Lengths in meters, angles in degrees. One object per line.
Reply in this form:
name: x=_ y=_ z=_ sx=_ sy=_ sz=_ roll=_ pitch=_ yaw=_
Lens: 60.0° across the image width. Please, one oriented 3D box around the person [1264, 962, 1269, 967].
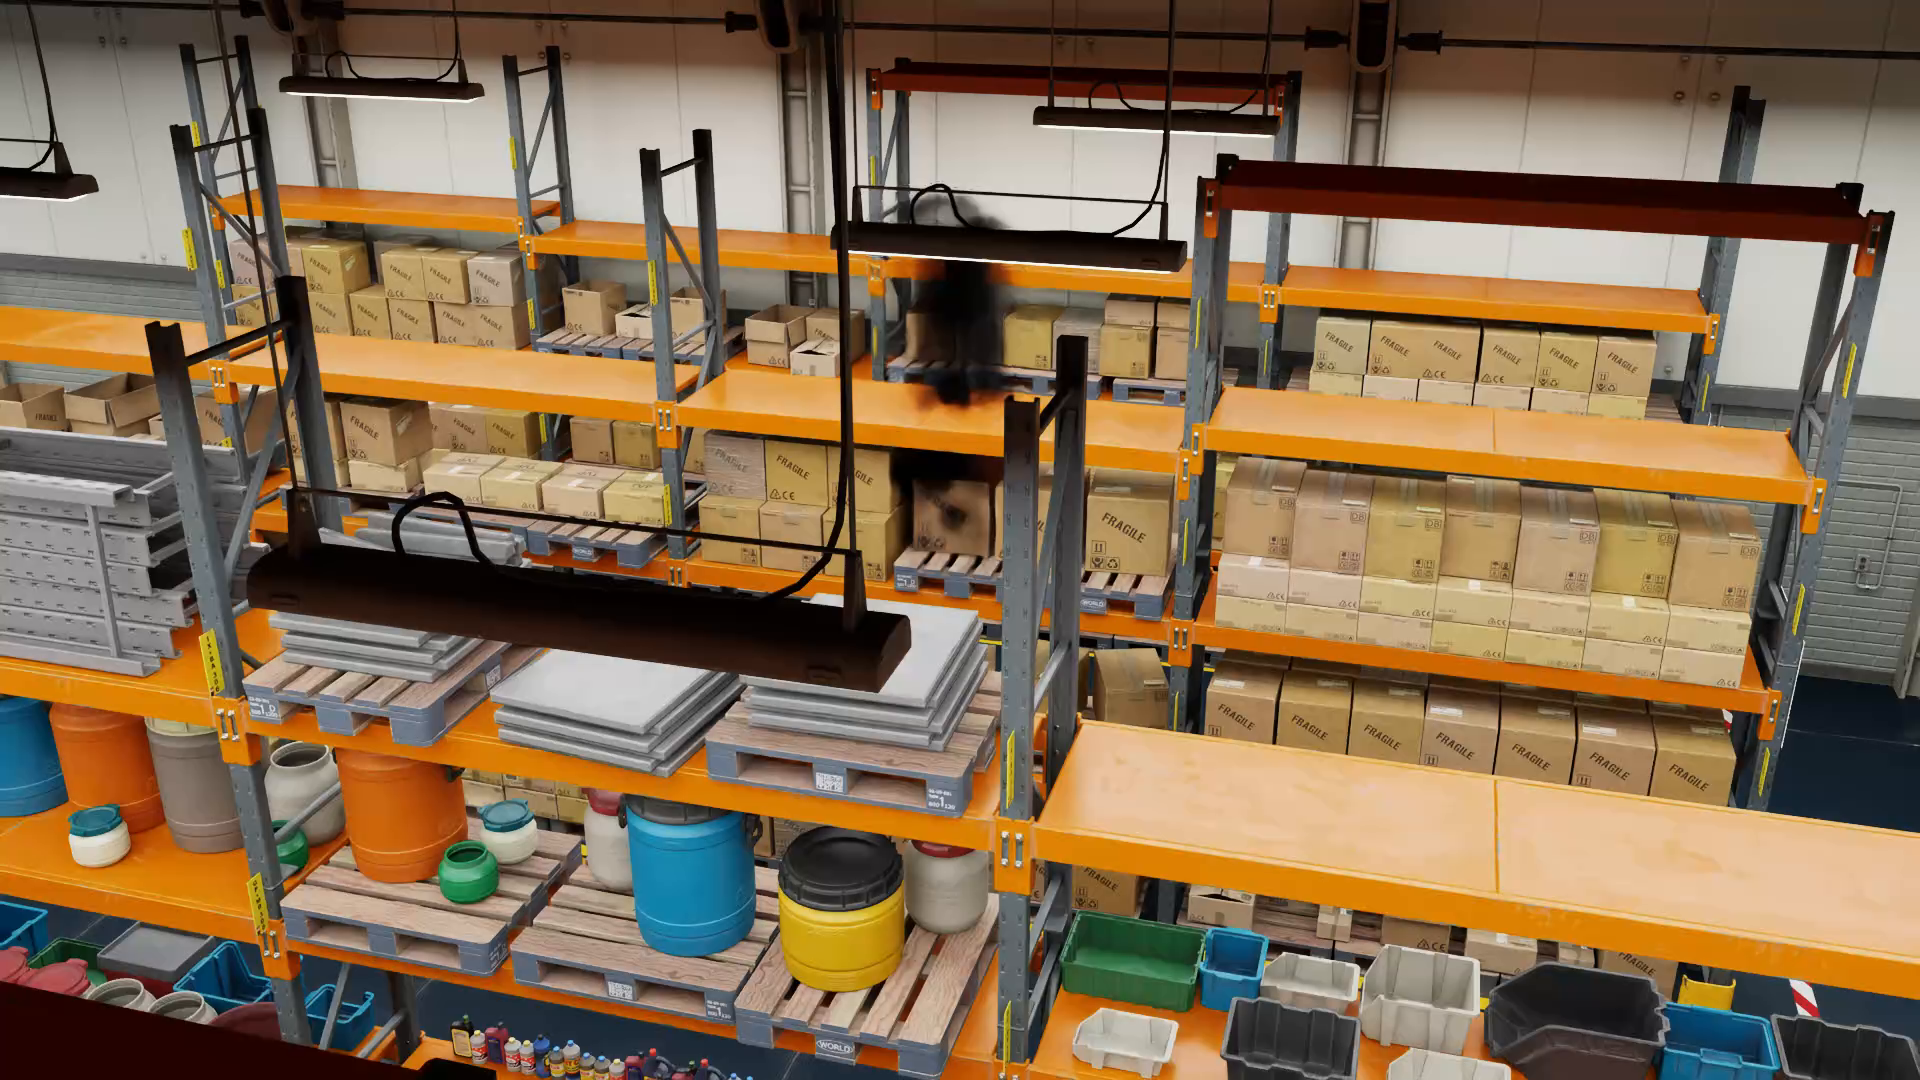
person: x=1.876 y=3.204 z=10.468 sx=0.761 sy=1.480 sz=0.655 roll=6 pitch=23 yaw=13
